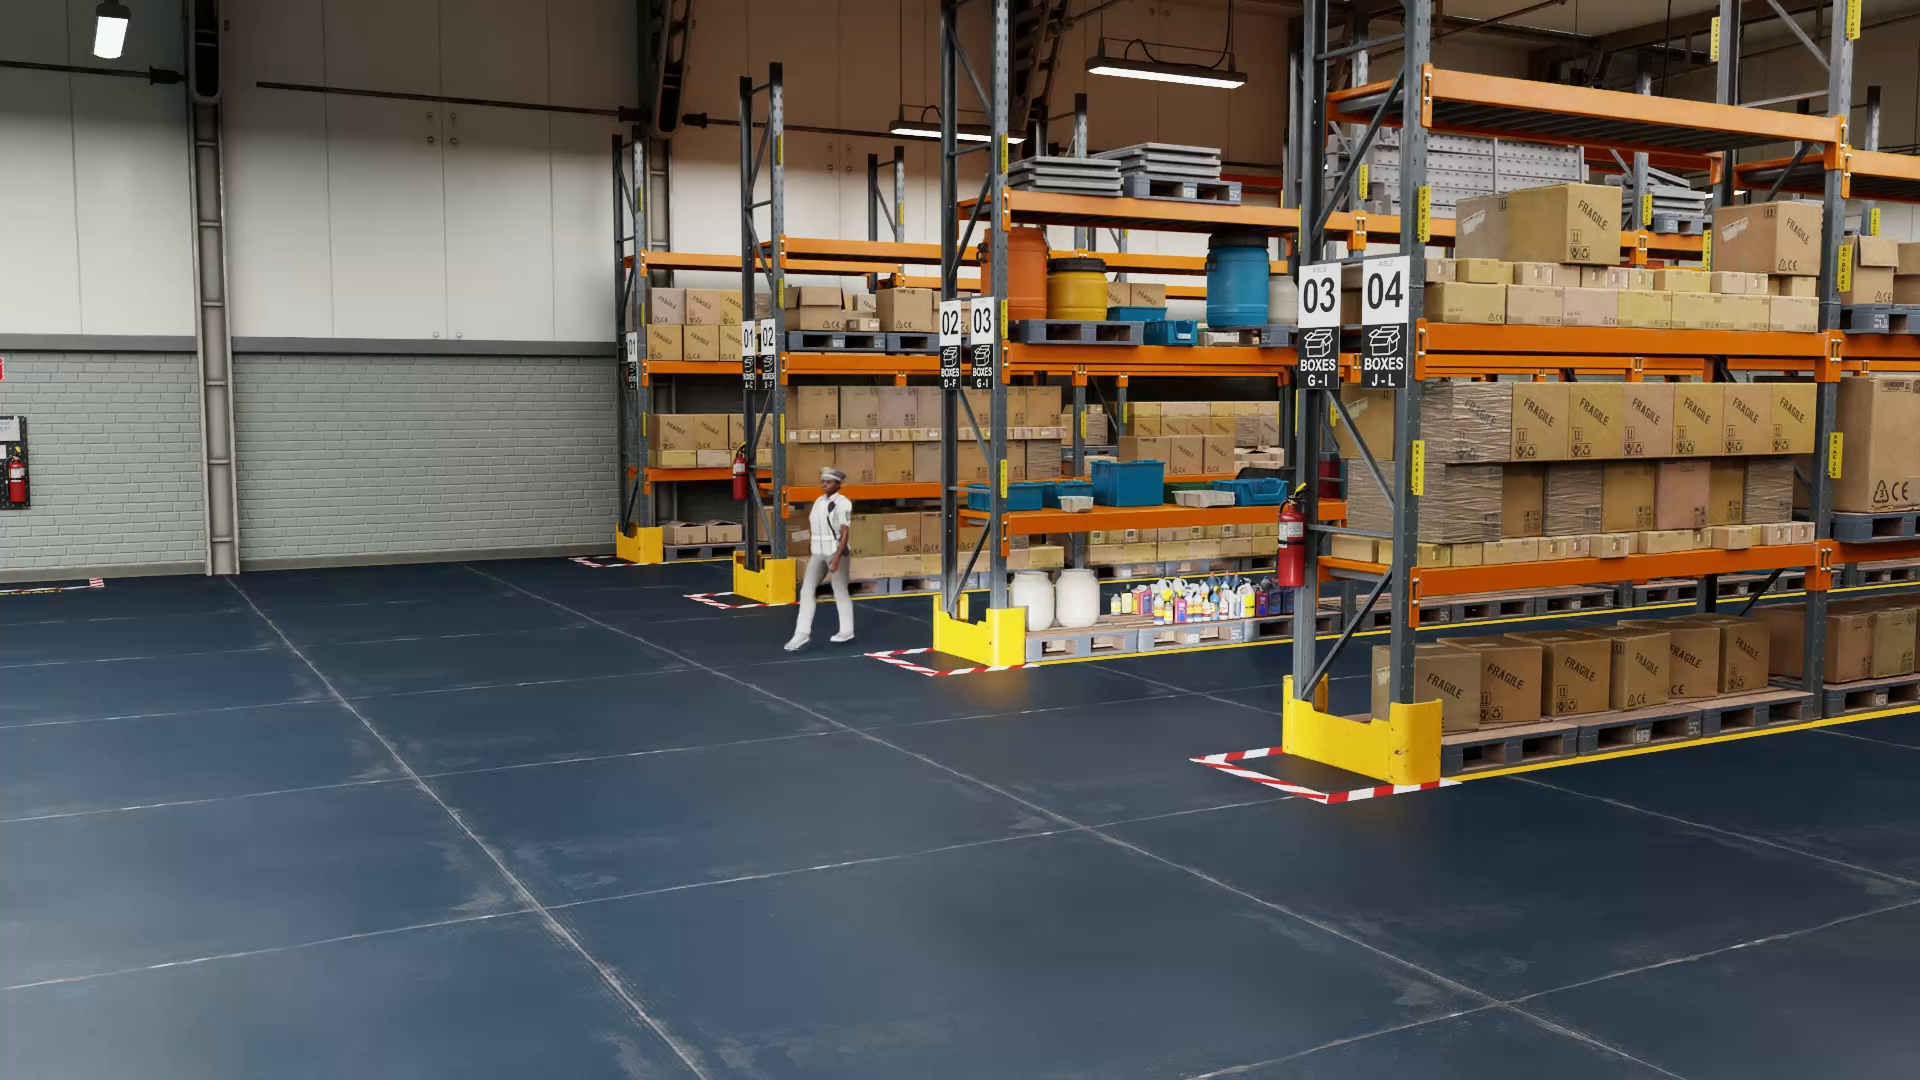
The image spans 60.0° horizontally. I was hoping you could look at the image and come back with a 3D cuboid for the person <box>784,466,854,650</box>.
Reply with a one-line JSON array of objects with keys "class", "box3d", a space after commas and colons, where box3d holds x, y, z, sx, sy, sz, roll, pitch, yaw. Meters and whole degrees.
[{"class": "person", "box3d": [-1.255, 0.157, 15.491, 0.462, 1.686, 0.788, 3, 6, 33]}]
